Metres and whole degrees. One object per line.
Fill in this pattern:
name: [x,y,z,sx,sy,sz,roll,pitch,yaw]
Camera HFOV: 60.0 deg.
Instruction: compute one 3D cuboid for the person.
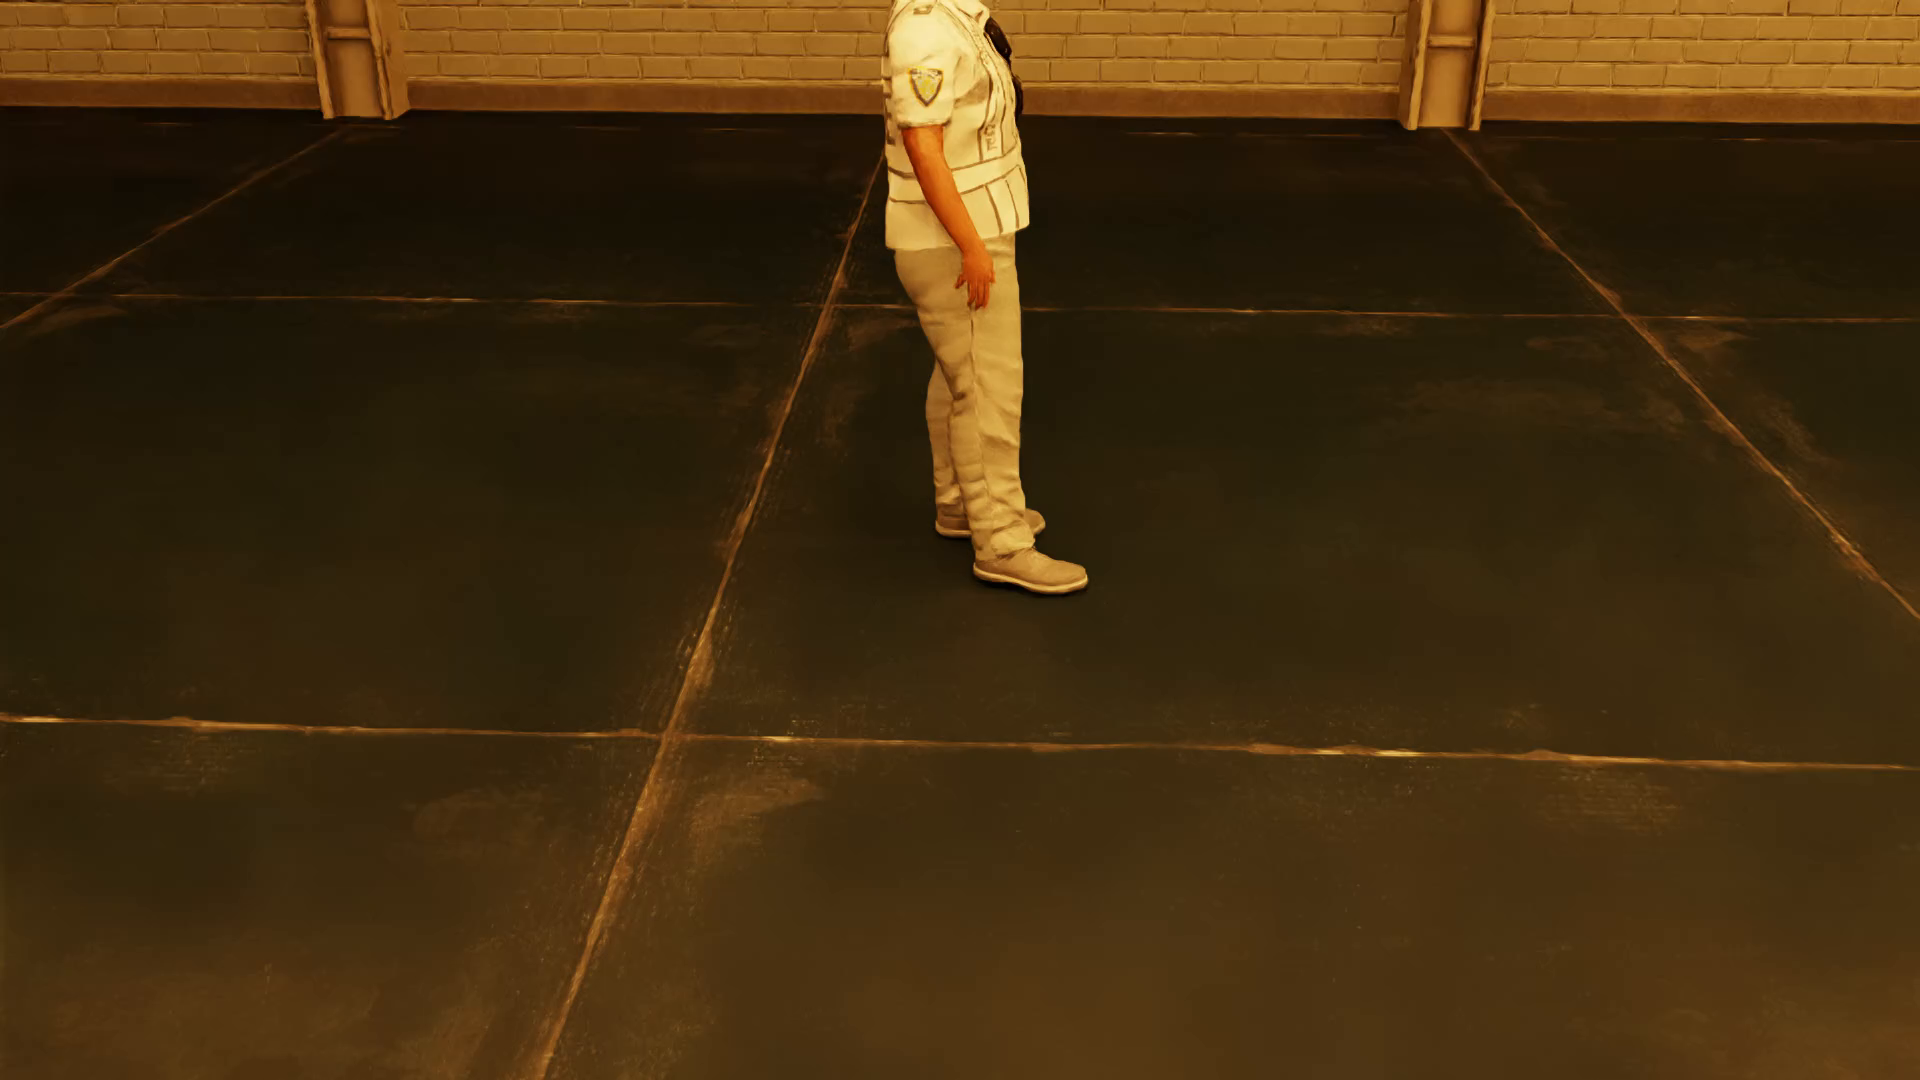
person: [0.075,-0.743,4.126,0.529,1.669,0.598,1,26,2]
